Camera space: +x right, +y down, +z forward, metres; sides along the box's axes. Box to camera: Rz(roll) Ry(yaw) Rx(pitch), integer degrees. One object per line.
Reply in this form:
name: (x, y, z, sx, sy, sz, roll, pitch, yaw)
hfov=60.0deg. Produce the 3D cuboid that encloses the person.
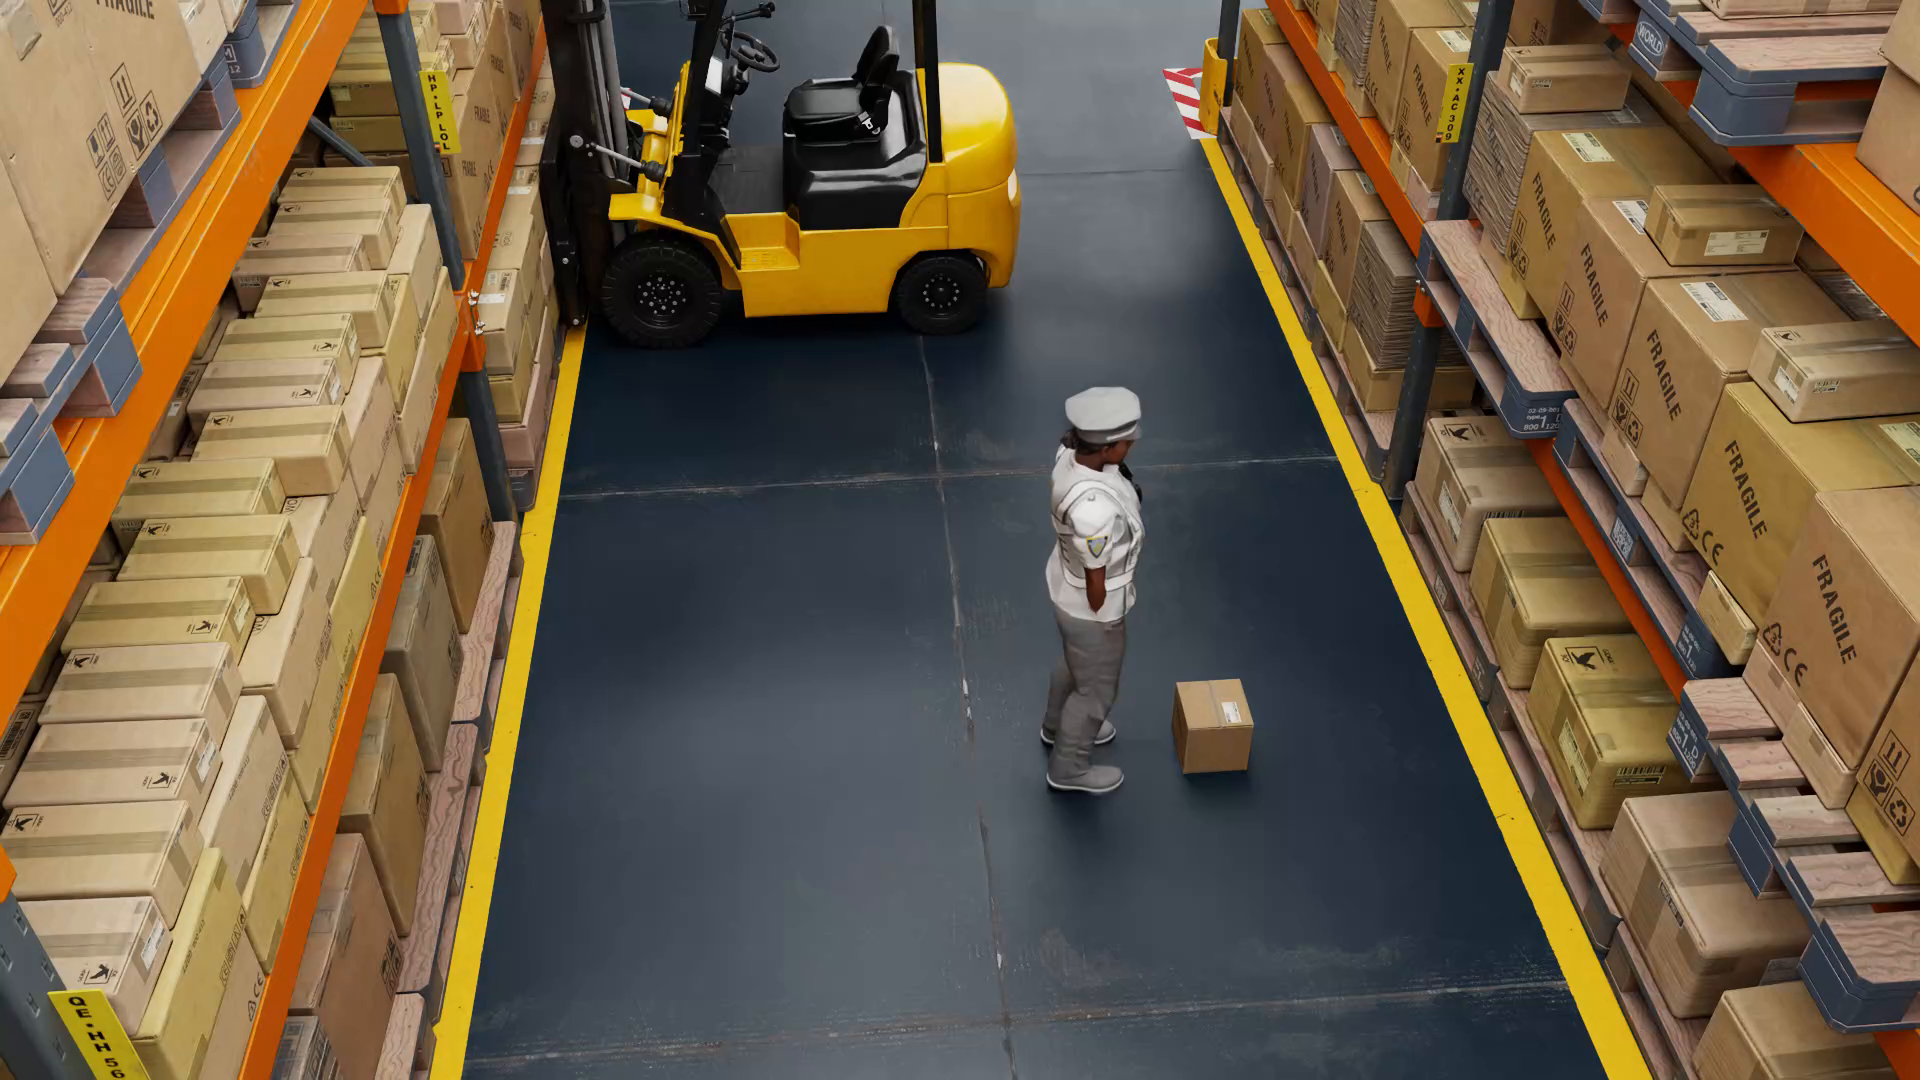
person: (0.460, -0.070, 5.716, 0.318, 0.982, 0.434, -2, 39, -3)
